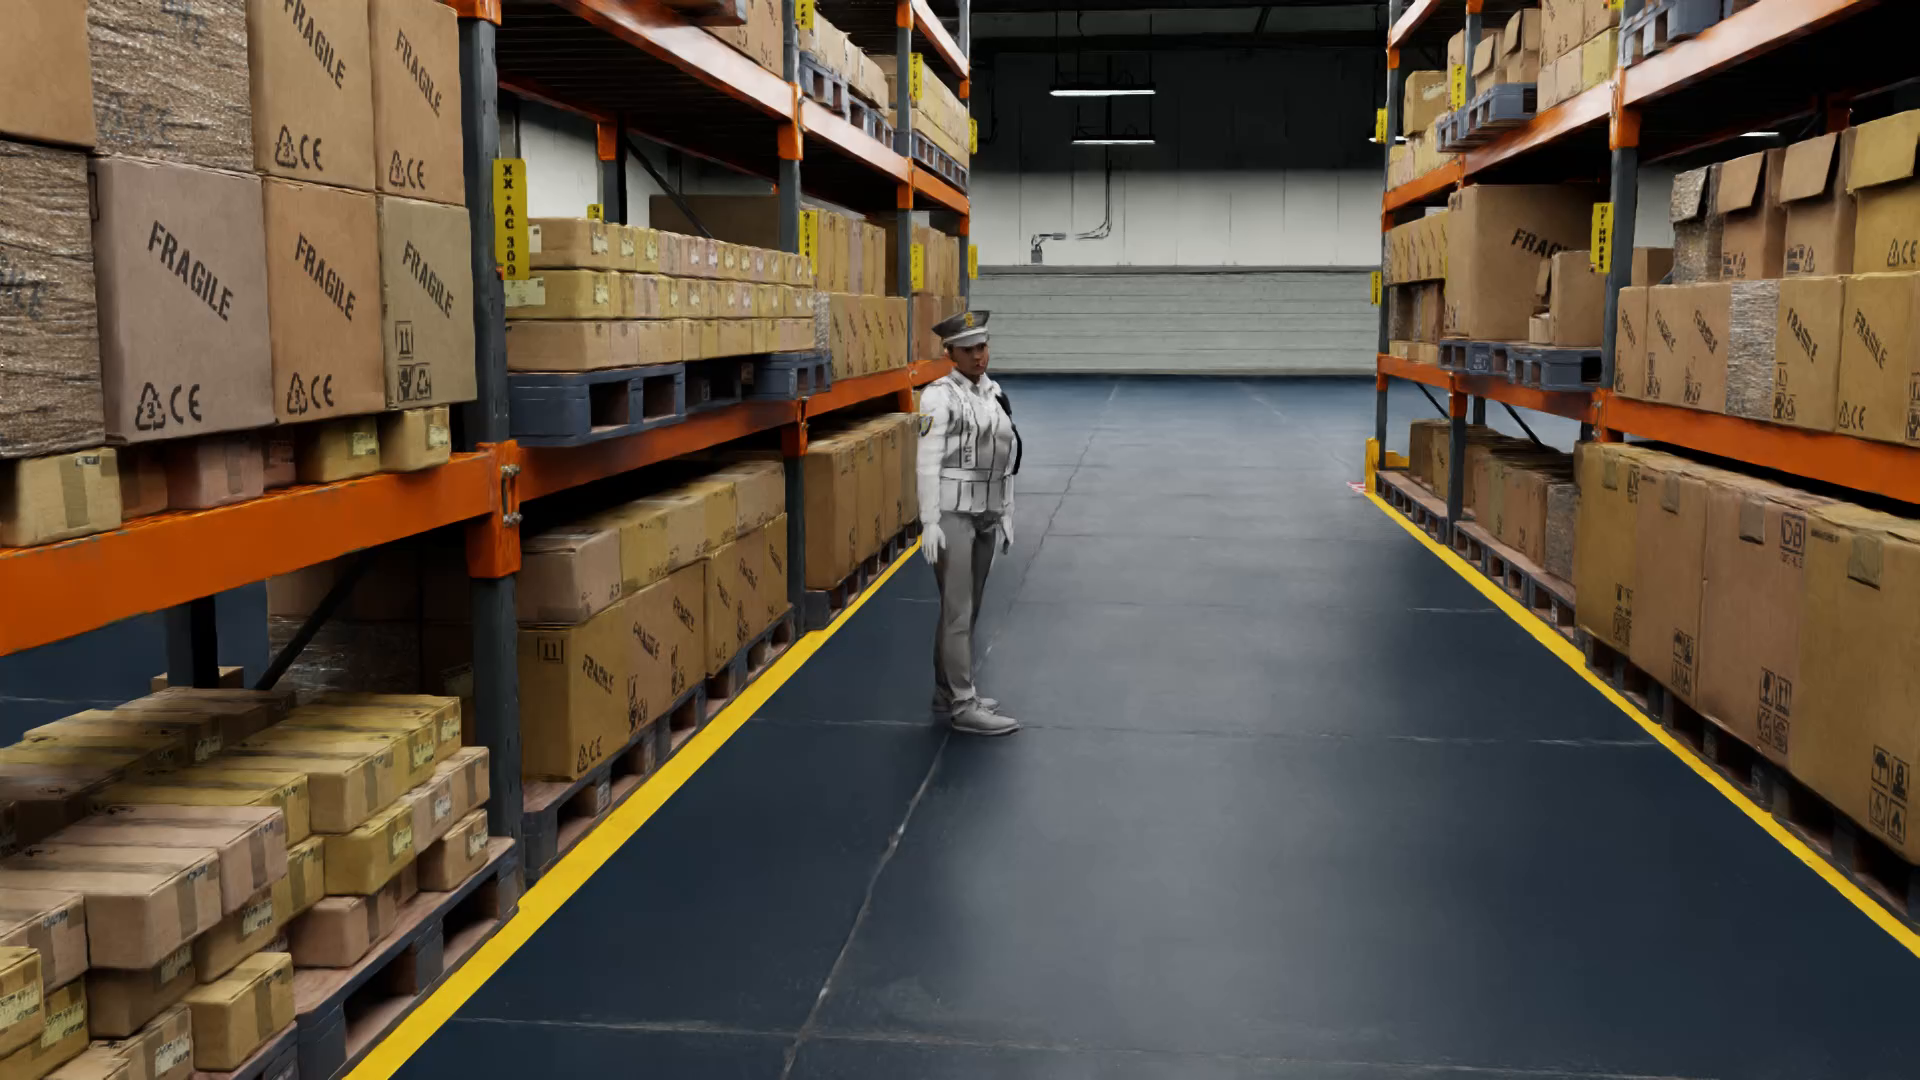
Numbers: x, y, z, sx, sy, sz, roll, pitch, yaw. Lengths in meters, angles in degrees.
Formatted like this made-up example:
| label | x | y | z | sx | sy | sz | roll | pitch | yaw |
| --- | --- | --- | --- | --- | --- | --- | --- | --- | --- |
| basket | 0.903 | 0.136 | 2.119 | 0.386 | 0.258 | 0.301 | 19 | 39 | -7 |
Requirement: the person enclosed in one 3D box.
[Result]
| label | x | y | z | sx | sy | sz | roll | pitch | yaw |
| --- | --- | --- | --- | --- | --- | --- | --- | --- | --- |
| person | 0.050 | -0.074 | 6.626 | 0.534 | 1.673 | 0.569 | 5 | 9 | 34 |
